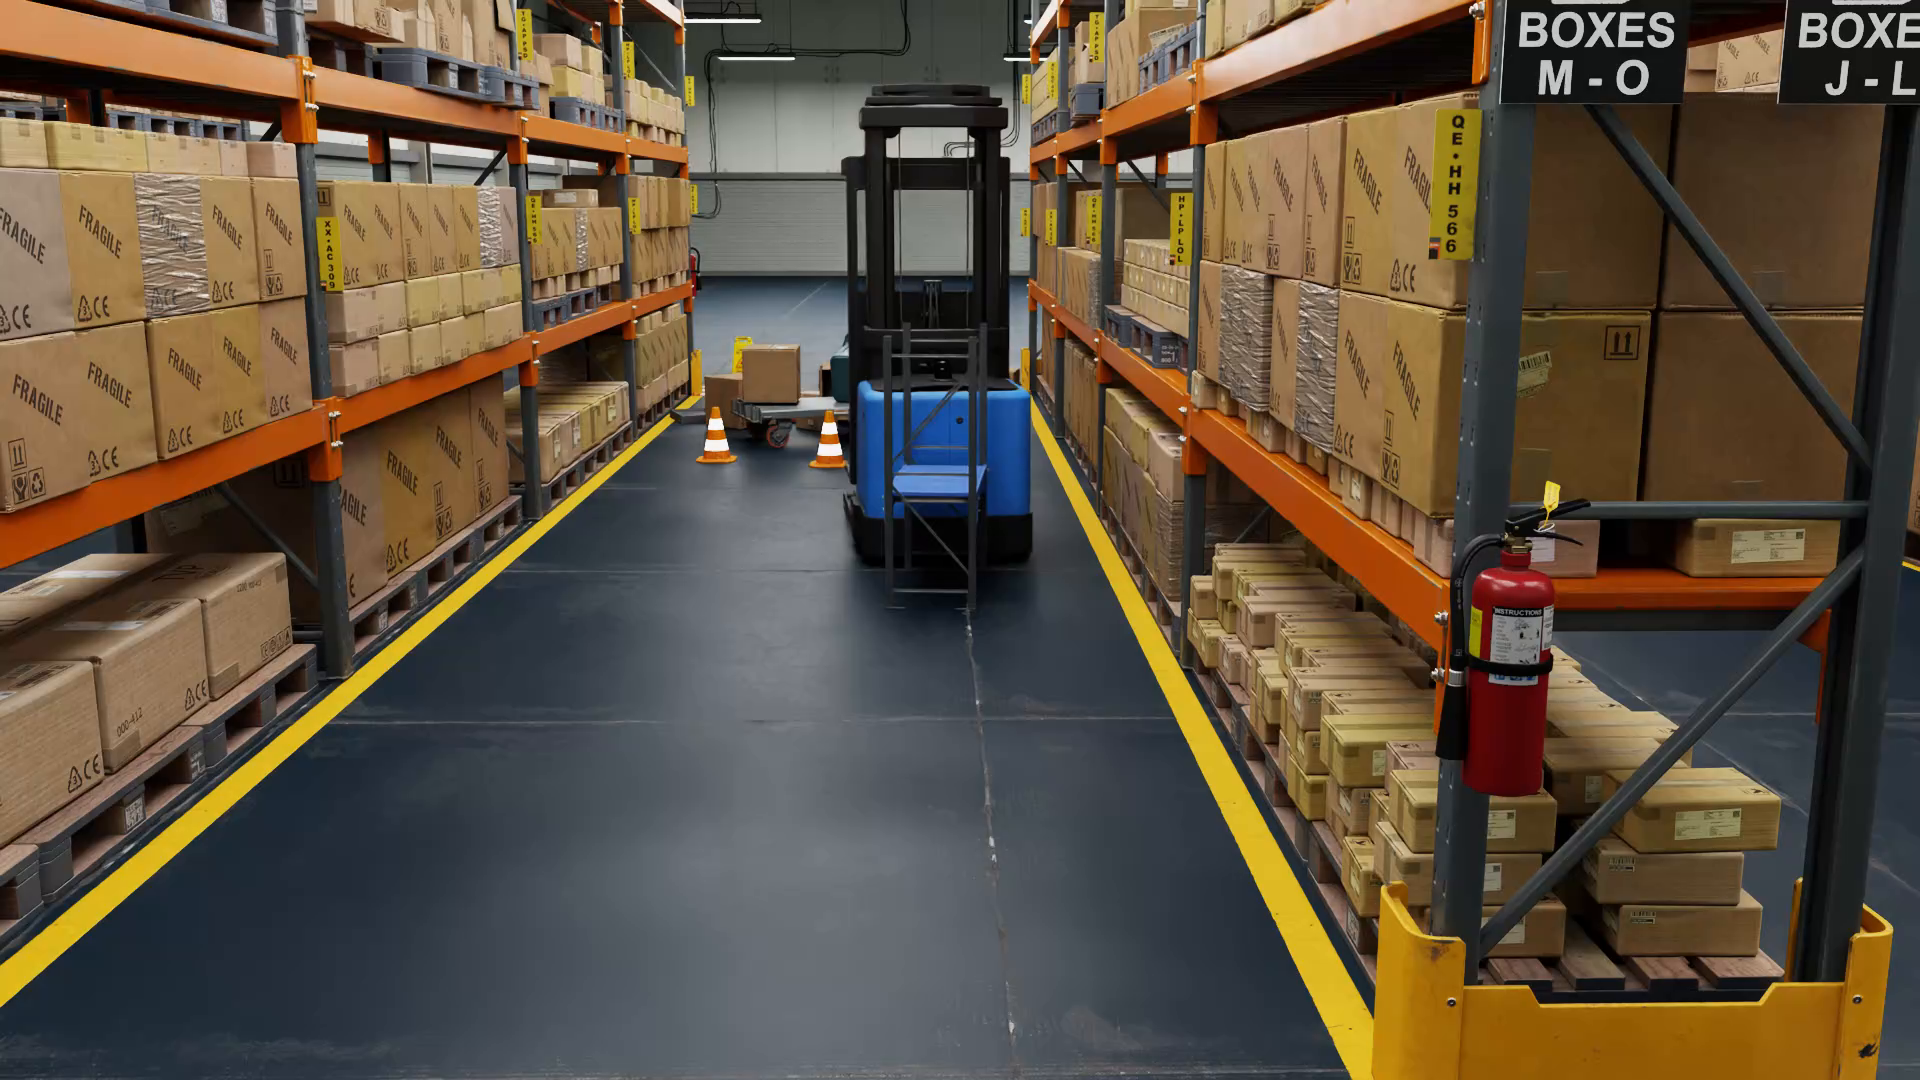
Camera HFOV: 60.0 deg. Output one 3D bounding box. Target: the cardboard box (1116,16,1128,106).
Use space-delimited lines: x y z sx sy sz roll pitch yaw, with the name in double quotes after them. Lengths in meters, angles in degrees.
1.248 -2.957 10.294 0.500 0.500 0.500 0 11 -1 "cardboard box"

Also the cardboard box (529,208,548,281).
-3.240 -2.102 11.822 0.500 0.500 0.500 -1 11 -3 "cardboard box"

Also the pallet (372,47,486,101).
-3.370 -2.639 9.452 1.003 0.211 1.213 0 11 1 "pallet"

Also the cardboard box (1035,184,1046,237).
1.267 -3.550 17.920 0.875 0.550 0.550 0 11 -1 "cardboard box"

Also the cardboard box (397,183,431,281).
-3.148 -1.645 8.855 0.500 0.500 0.500 -1 11 -3 "cardboard box"

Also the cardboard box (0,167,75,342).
-3.058 -0.862 4.996 0.500 0.500 0.500 0 11 -2 "cardboard box"

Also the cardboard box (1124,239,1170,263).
1.300 -1.932 11.120 0.380 0.149 0.250 0 11 -1 "cardboard box"

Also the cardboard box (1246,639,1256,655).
1.393 0.414 6.839 0.380 0.149 0.250 -1 11 -4 "cardboard box"

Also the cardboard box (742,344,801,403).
-1.766 -1.566 15.615 0.500 0.500 0.500 0 11 -1 "cardboard box"

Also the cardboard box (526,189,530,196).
-3.764 -2.814 13.700 0.380 0.149 0.250 0 11 2 "cardboard box"

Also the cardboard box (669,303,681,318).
-3.276 -2.514 18.250 0.380 0.149 0.250 0 11 0 "cardboard box"

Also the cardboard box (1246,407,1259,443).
1.323 -0.468 6.451 0.380 0.149 0.250 0 11 0 "cardboard box"

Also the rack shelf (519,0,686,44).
-3.587 -5.390 16.812 1.077 0.370 4.000 0 11 -1 "rack shelf"

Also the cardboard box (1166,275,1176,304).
1.338 -1.371 9.101 0.380 0.149 0.250 -1 11 -4 "cardboard box"

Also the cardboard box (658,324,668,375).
-3.319 -1.960 17.149 0.500 0.500 0.500 0 11 2 "cardboard box"

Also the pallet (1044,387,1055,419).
1.436 -1.475 17.798 1.003 0.211 1.213 0 11 -1 "pallet"

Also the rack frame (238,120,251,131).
-8.590 -6.121 18.595 1.000 3.000 0.127 0 11 -1 "rack frame"

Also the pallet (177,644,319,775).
-3.442 0.702 7.068 1.003 0.211 1.213 0 11 -1 "pallet"

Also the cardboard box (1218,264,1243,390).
1.343 -0.854 6.723 0.500 0.500 0.500 0 11 -1 "cardboard box"

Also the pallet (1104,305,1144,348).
1.606 -1.417 10.979 1.213 0.211 1.003 0 11 -1 "pallet"

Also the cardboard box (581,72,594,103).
-3.383 -3.793 13.986 0.500 0.250 0.500 0 11 0 "cardboard box"

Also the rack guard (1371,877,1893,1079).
1.648 1.148 4.141 1.175 0.500 0.348 0 11 -1 "rack guard"

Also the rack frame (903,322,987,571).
-0.088 -0.553 10.015 0.500 1.500 0.032 1 11 4 "rack frame"

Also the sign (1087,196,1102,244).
0.929 -2.216 11.527 0.100 0.325 0.005 0 11 -1 "sign"

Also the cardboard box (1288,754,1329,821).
1.318 0.823 5.572 0.380 0.149 0.250 -1 11 -4 "cardboard box"

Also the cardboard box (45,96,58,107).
-8.213 -4.078 15.393 0.380 0.149 0.250 0 11 0 "cardboard box"

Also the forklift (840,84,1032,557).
-0.242 -1.571 11.431 1.130 2.935 3.031 -1 12 -7 "forklift"

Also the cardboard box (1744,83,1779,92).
6.167 -3.241 12.321 0.500 0.250 0.500 0 11 -1 "cardboard box"

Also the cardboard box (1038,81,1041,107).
1.095 -4.741 17.661 0.500 0.250 0.500 0 11 -2 "cardboard box"

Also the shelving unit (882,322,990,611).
-0.124 -0.453 9.518 0.538 1.500 1.048 1 11 4 "shelving unit"

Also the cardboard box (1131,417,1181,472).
1.276 -0.559 9.616 0.500 0.250 0.500 -1 11 -4 "cardboard box"

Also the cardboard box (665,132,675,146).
-3.331 -4.376 18.174 0.380 0.149 0.250 0 11 1 "cardboard box"

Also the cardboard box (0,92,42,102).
-8.249 -3.924 14.227 0.500 0.311 0.500 -1 11 -3 "cardboard box"

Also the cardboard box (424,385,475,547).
-3.517 -0.461 10.074 0.875 0.875 0.875 0 11 0 "cardboard box"

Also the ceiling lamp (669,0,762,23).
-5.080 -12.243 34.093 2.000 3.185 0.800 0 11 -1 "ceiling lamp"

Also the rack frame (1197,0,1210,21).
1.567 -3.797 7.141 1.000 3.000 0.127 0 11 -1 "rack frame"

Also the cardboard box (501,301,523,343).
-3.193 -1.438 10.982 0.500 0.250 0.500 -1 11 -3 "cardboard box"

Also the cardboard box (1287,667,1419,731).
1.302 0.528 5.530 0.380 0.149 0.250 0 11 1 "cardboard box"

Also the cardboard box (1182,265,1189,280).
1.354 -1.415 8.567 0.380 0.149 0.250 -1 11 -3 "cardboard box"

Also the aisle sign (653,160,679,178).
-3.339 -4.489 19.104 0.394 0.787 0.004 0 11 -1 "aisle sign"

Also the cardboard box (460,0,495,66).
-3.252 -3.140 10.141 0.700 0.500 0.500 -1 11 -4 "cardboard box"

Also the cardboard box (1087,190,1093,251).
1.441 -2.685 13.981 0.700 0.500 0.500 0 11 -1 "cardboard box"

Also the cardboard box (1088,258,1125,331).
1.207 -1.789 12.082 0.500 0.500 0.500 0 11 -1 "cardboard box"

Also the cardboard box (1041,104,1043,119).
1.038 -4.473 17.342 0.380 0.149 0.250 0 11 -1 "cardboard box"

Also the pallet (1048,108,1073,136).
1.395 -4.036 16.088 1.003 0.211 1.213 0 11 -1 "pallet"

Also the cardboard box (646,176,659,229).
-3.326 -3.281 16.174 0.700 0.500 0.500 0 11 -1 "cardboard box"

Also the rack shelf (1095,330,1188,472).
1.526 -0.902 9.768 1.077 0.370 4.000 0 11 -1 "rack shelf"

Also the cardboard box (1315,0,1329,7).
1.361 -1.747 4.961 0.500 0.250 0.500 0 11 1 "cardboard box"

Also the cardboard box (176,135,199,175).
-3.140 -1.460 6.316 0.380 0.149 0.250 0 11 -2 "cardboard box"

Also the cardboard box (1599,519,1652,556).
1.924 -0.055 4.415 0.380 0.149 0.250 0 11 1 "cardboard box"

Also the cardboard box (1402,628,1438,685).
1.831 0.422 6.054 0.380 0.149 0.250 0 11 -1 "cardboard box"

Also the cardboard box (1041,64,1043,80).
1.038 -4.863 17.261 0.380 0.149 0.250 0 11 0 "cardboard box"

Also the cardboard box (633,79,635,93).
-3.260 -4.260 15.593 0.380 0.149 0.250 0 11 1 "cardboard box"

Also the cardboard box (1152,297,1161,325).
1.325 -1.329 9.643 0.380 0.149 0.250 -1 11 -3 "cardboard box"
